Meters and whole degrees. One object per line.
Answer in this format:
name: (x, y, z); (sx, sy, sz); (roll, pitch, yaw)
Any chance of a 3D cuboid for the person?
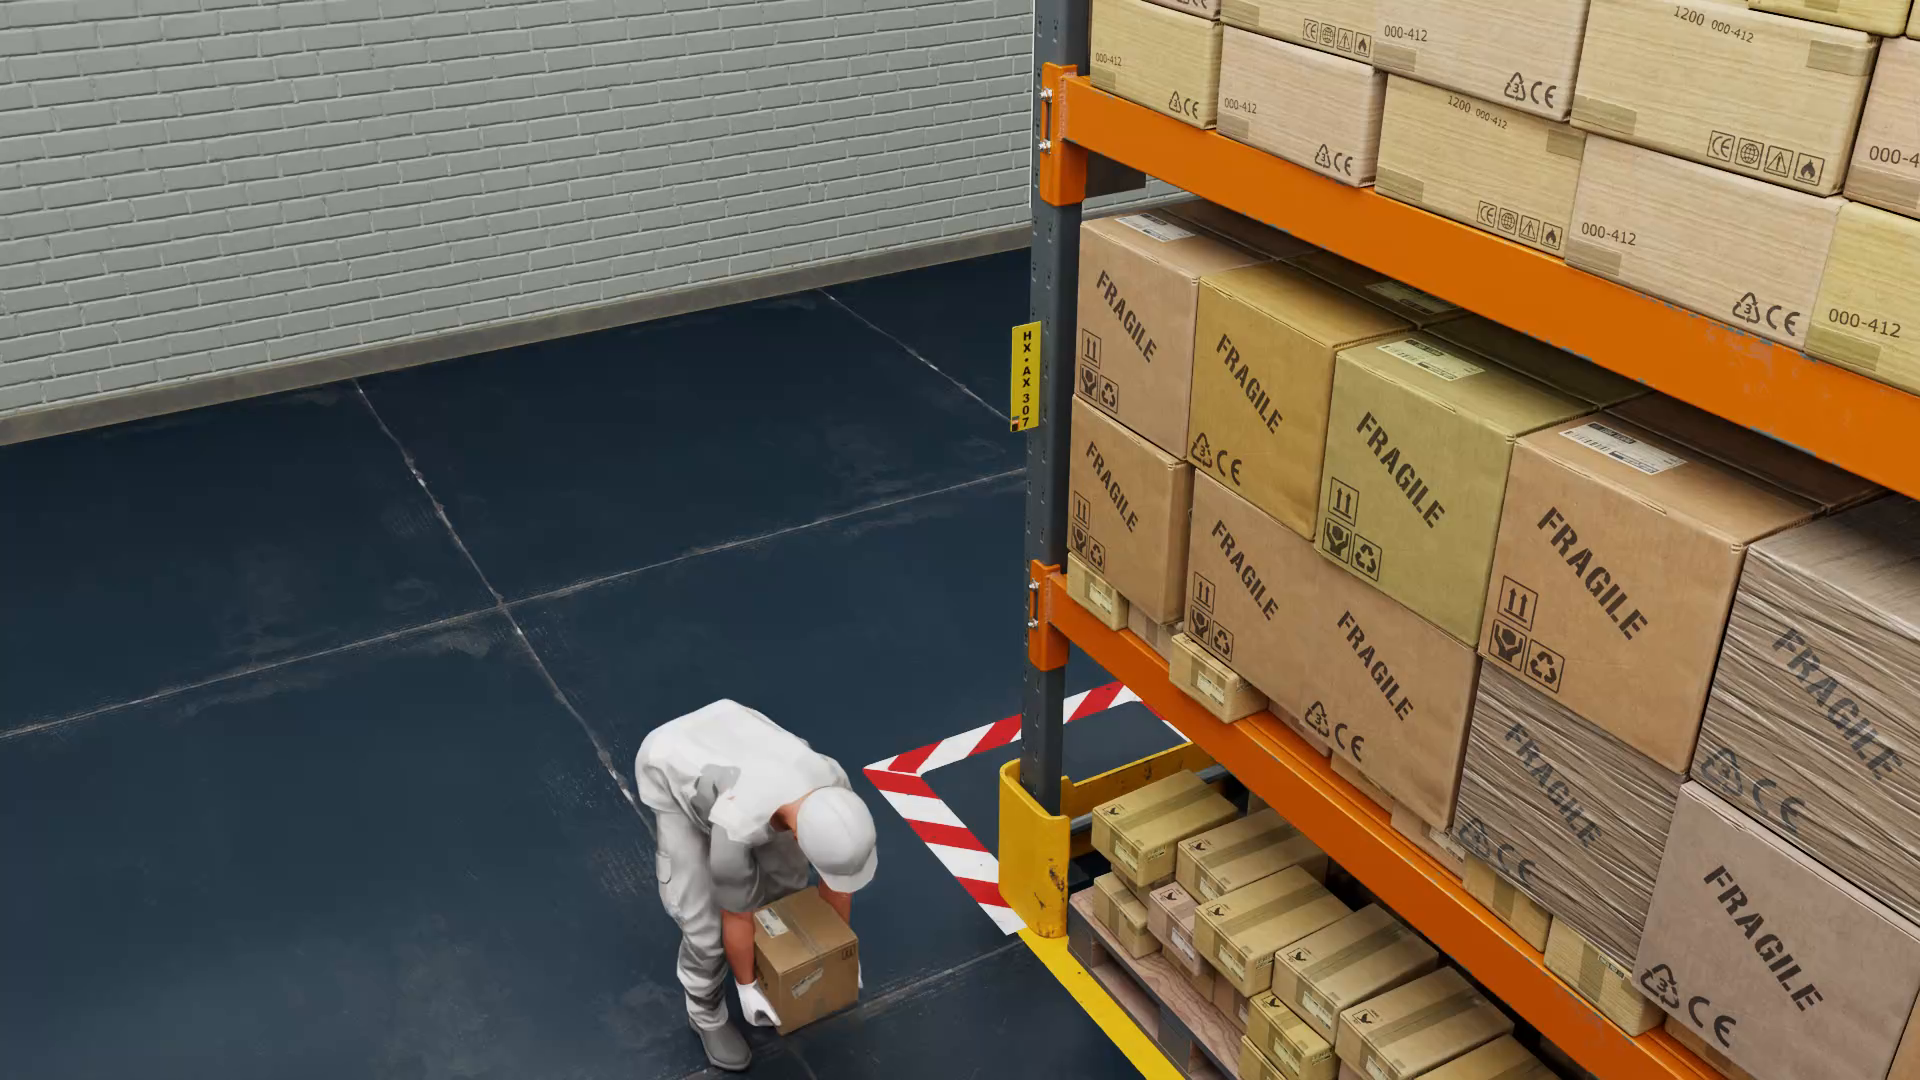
person: (-0.541, 1.048, 4.777); (0.488, 1.218, 0.949); (-21, 35, -33)
